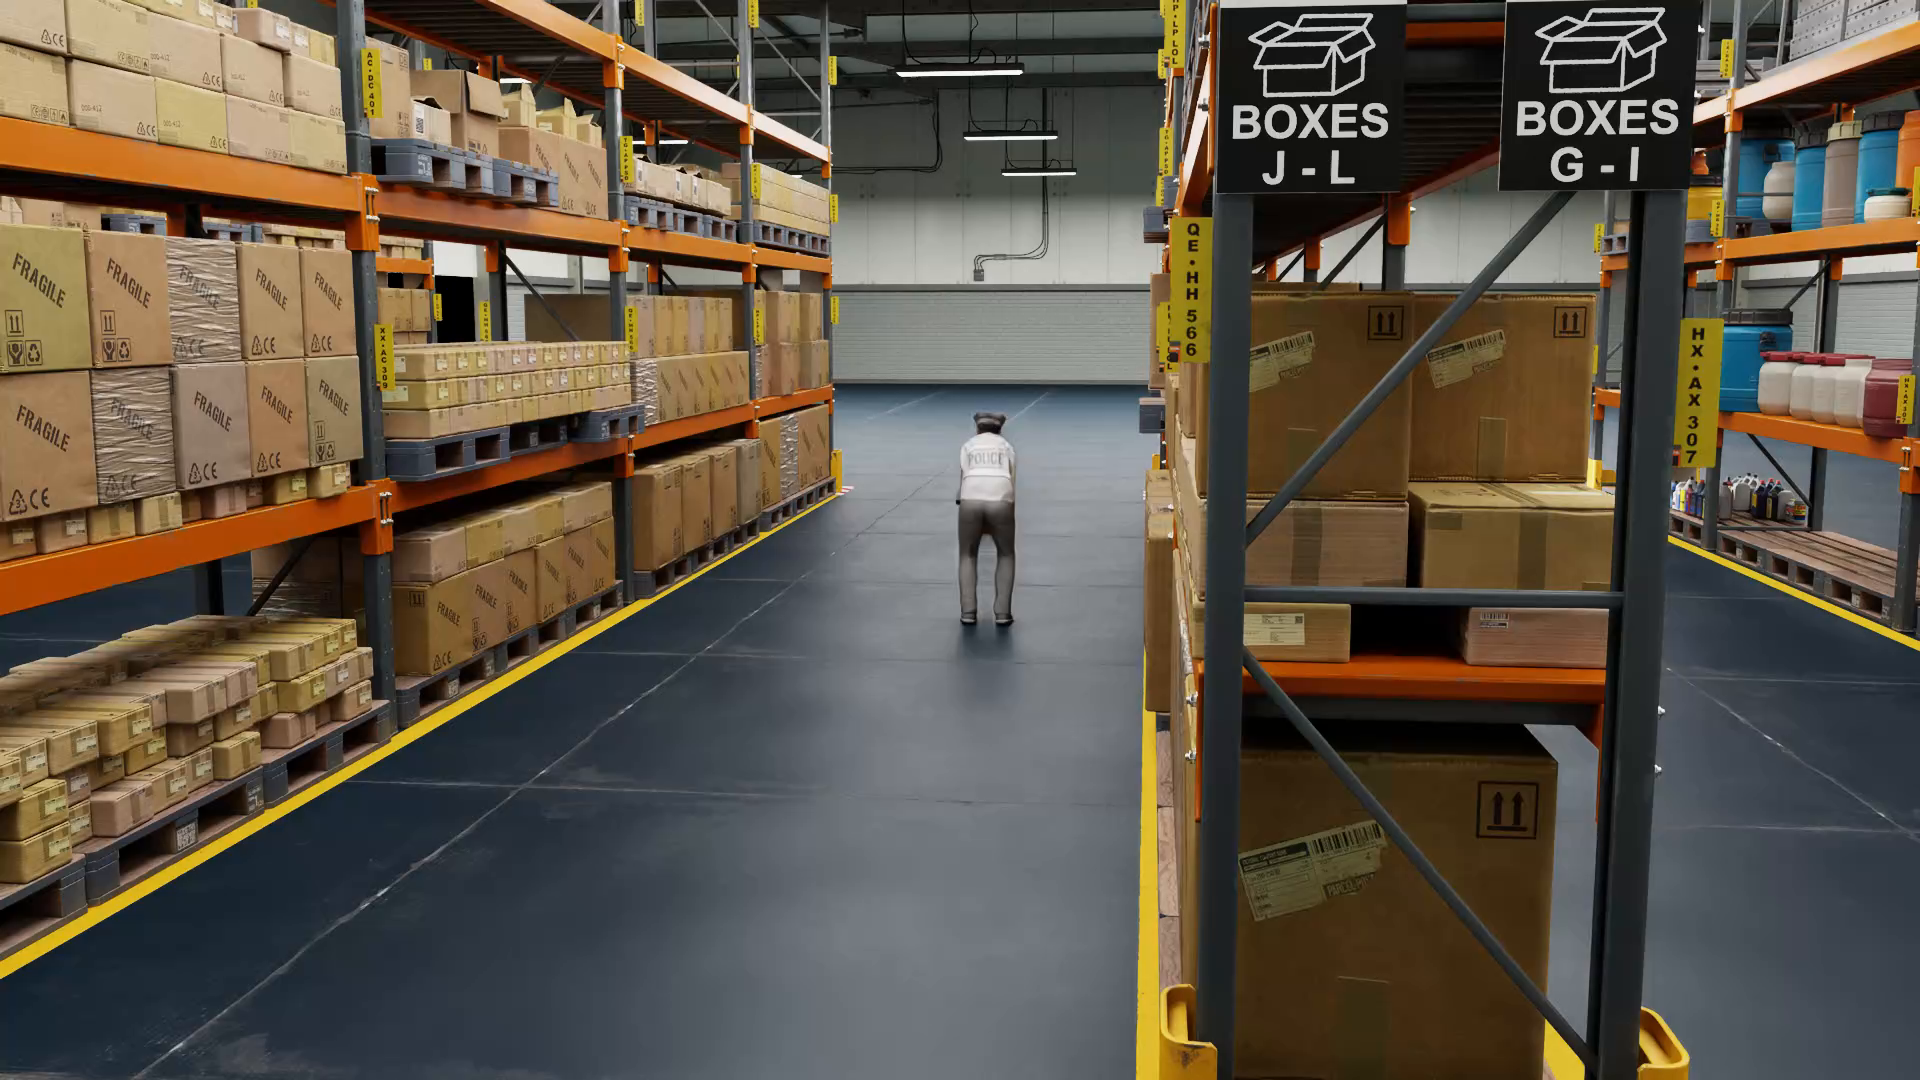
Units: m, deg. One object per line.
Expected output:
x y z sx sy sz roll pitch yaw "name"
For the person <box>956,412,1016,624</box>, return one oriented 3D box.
0.197 -0.166 11.790 0.412 1.466 0.779 1 8 5 "person"
